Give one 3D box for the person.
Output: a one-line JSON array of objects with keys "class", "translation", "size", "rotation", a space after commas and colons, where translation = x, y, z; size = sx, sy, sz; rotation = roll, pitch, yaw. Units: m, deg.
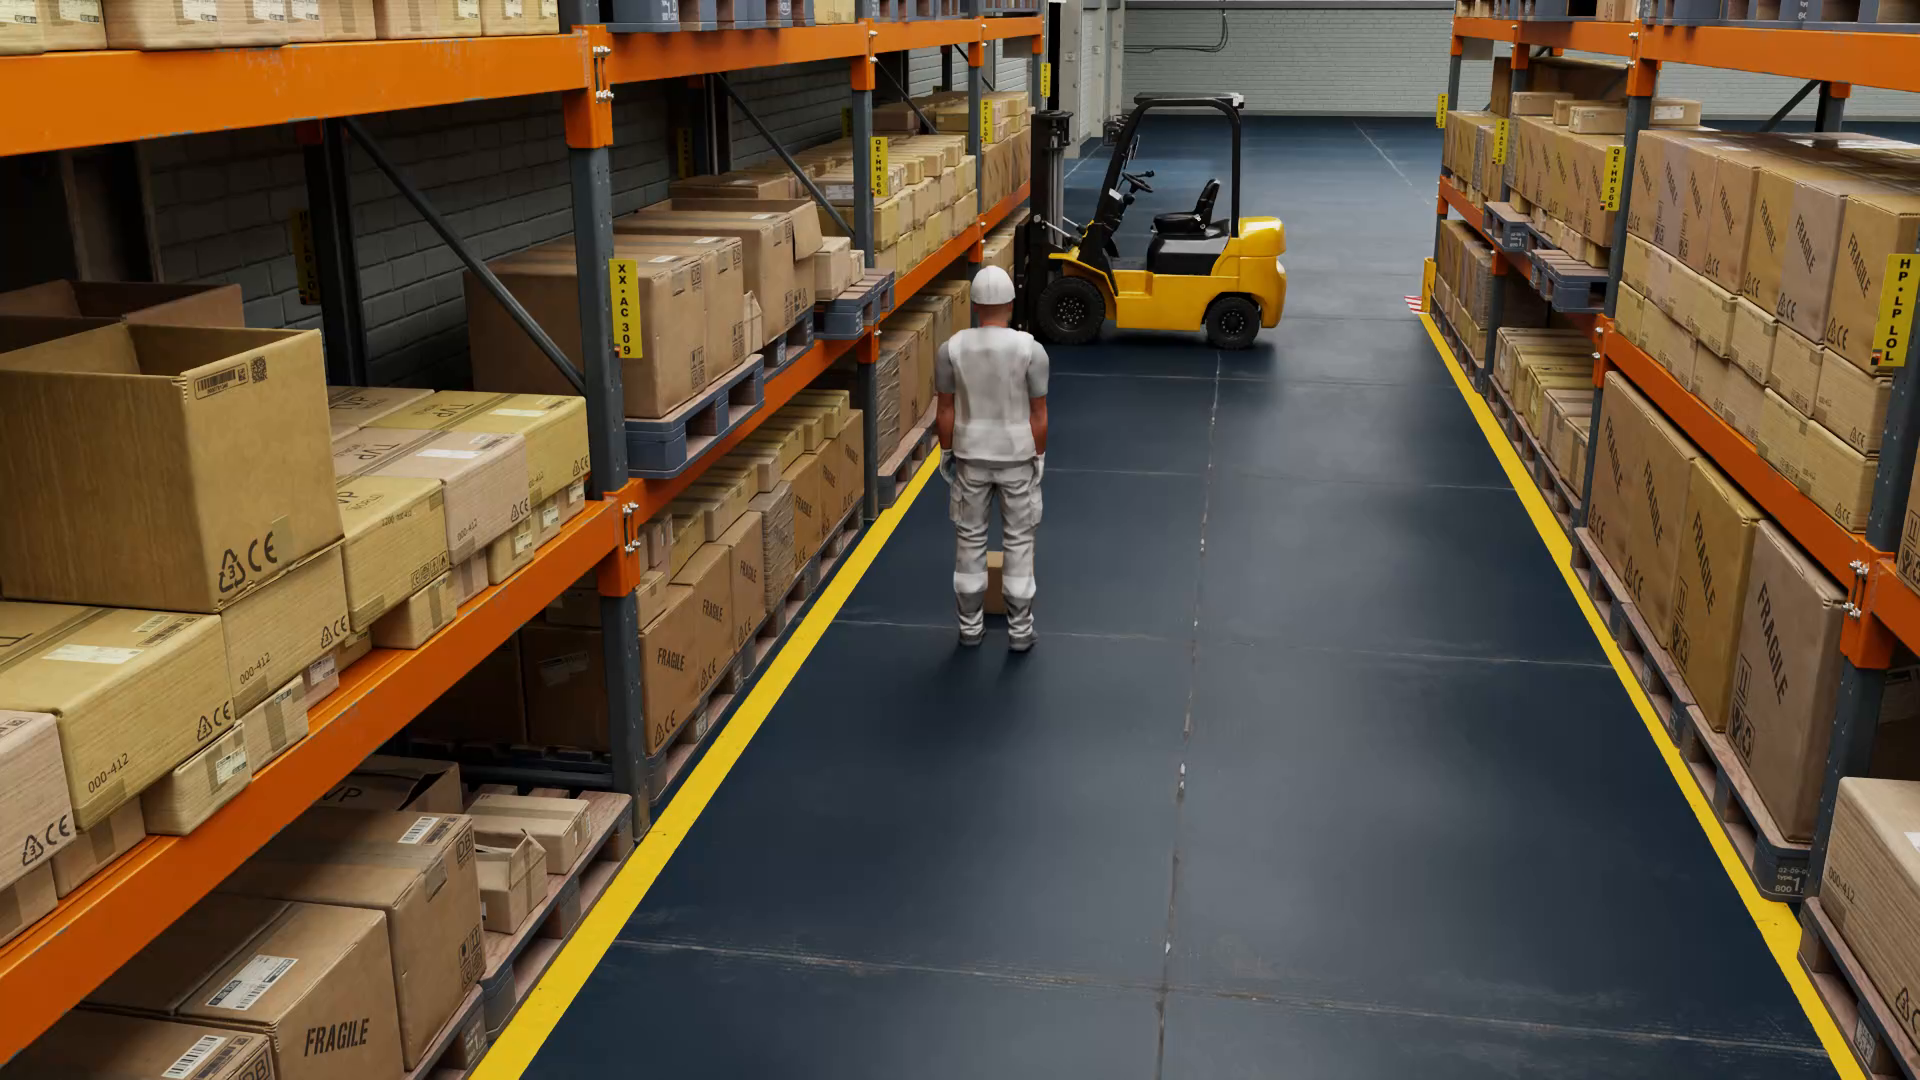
[{"class": "person", "translation": [0.152, -0.364, 7.688], "size": [0.524, 1.809, 0.344], "rotation": [3, 18, 9]}]
